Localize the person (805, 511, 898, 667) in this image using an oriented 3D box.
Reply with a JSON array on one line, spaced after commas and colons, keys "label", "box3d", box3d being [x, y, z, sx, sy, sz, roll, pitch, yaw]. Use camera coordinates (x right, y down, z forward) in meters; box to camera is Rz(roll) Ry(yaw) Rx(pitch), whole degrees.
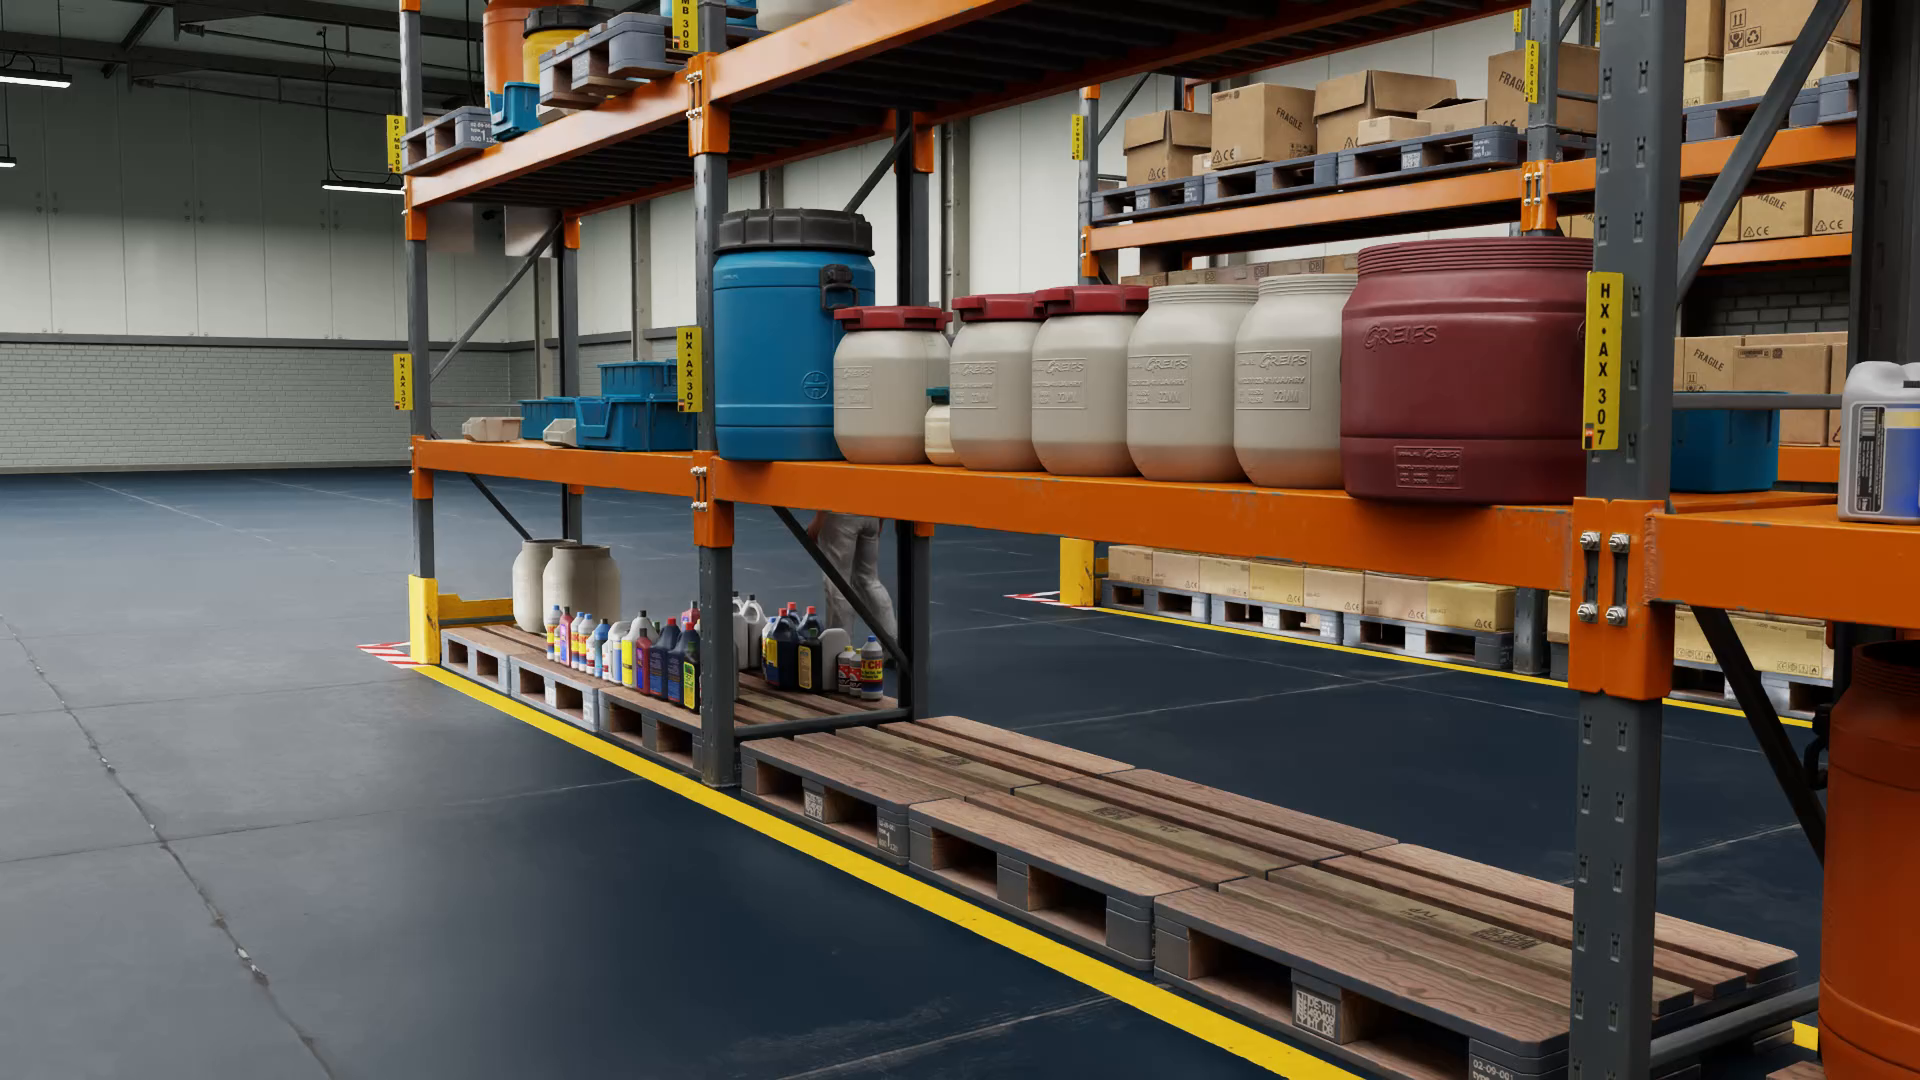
[{"label": "person", "box3d": [-0.645, -0.123, 9.455, 0.493, 1.810, 0.588, 3, 6, 37]}]
